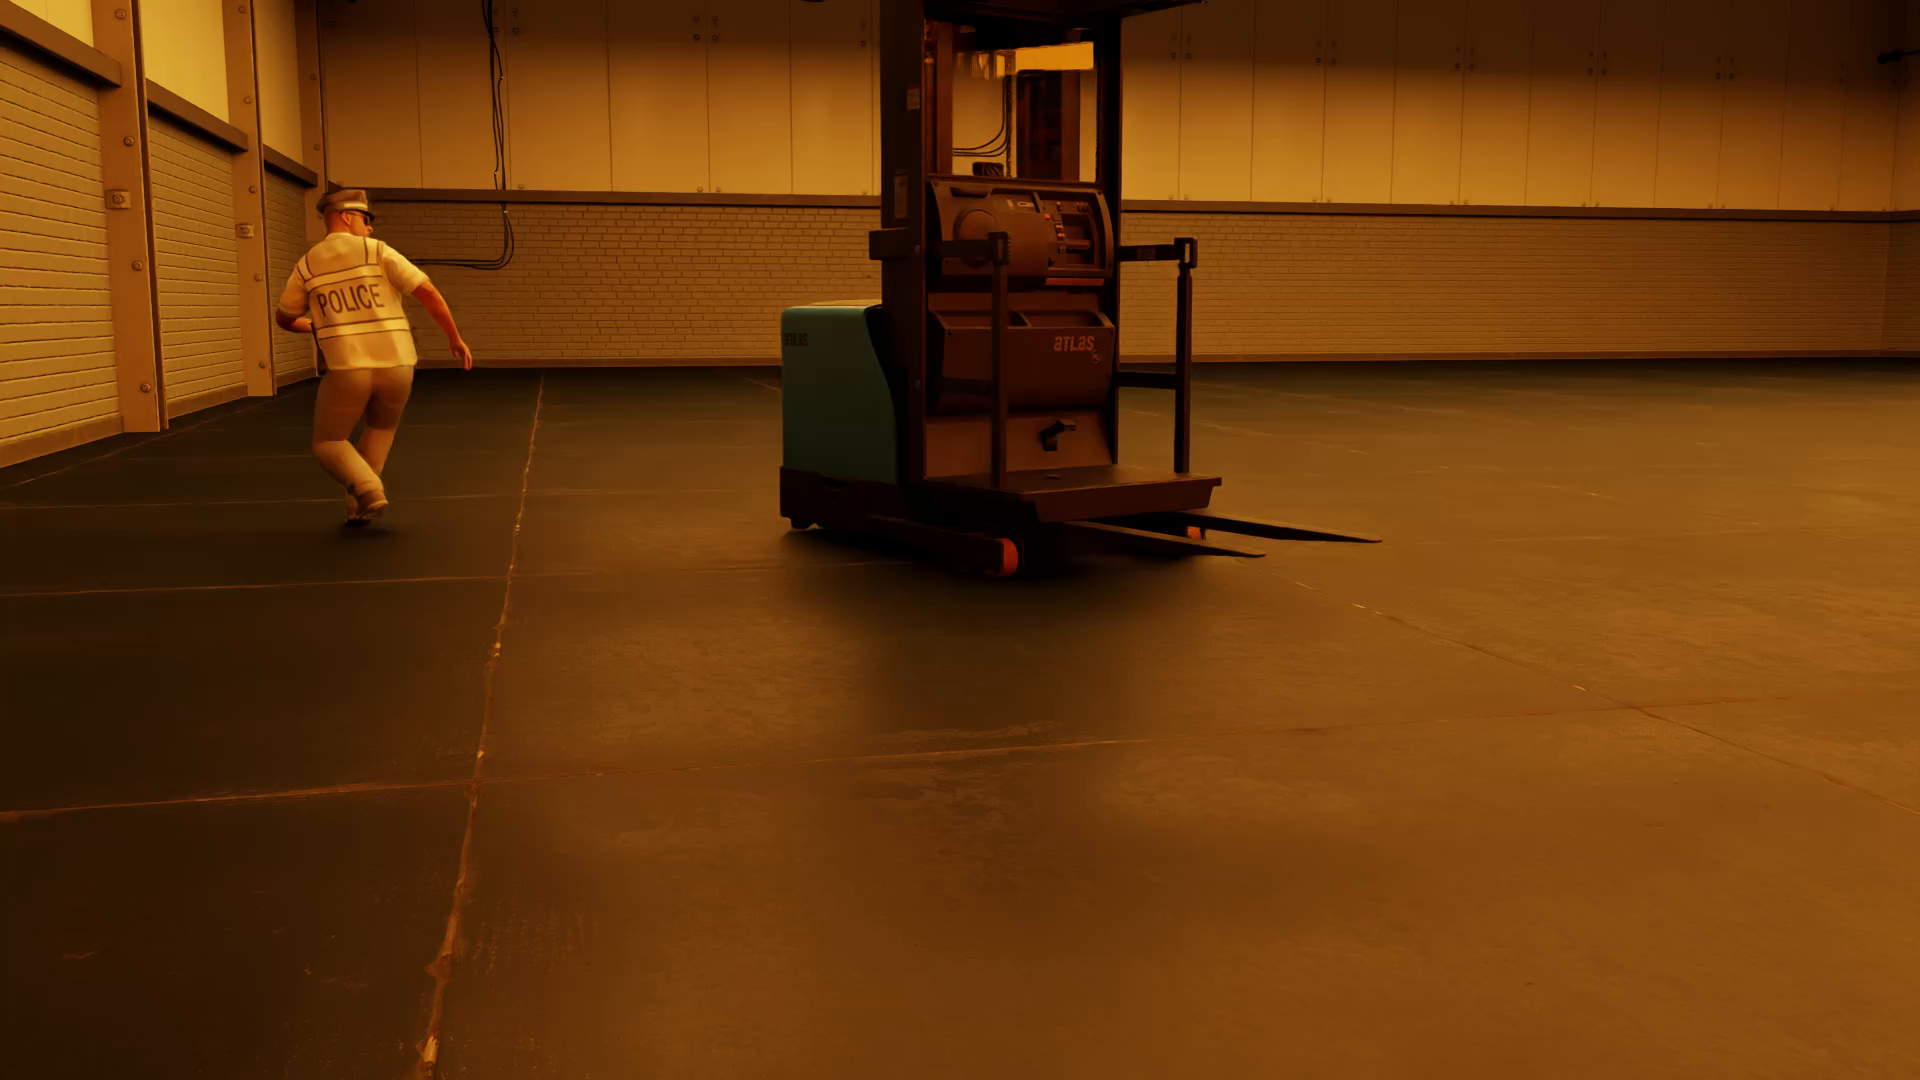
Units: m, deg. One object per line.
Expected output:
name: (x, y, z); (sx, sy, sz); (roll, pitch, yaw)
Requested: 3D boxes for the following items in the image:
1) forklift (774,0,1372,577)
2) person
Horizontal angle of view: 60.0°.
forklift: (0.370, -1.380, 6.994); (1.130, 2.935, 3.031); (-6, 10, -35)
person: (-2.940, -0.889, 8.186); (0.877, 1.640, 0.842); (-3, 9, -21)
